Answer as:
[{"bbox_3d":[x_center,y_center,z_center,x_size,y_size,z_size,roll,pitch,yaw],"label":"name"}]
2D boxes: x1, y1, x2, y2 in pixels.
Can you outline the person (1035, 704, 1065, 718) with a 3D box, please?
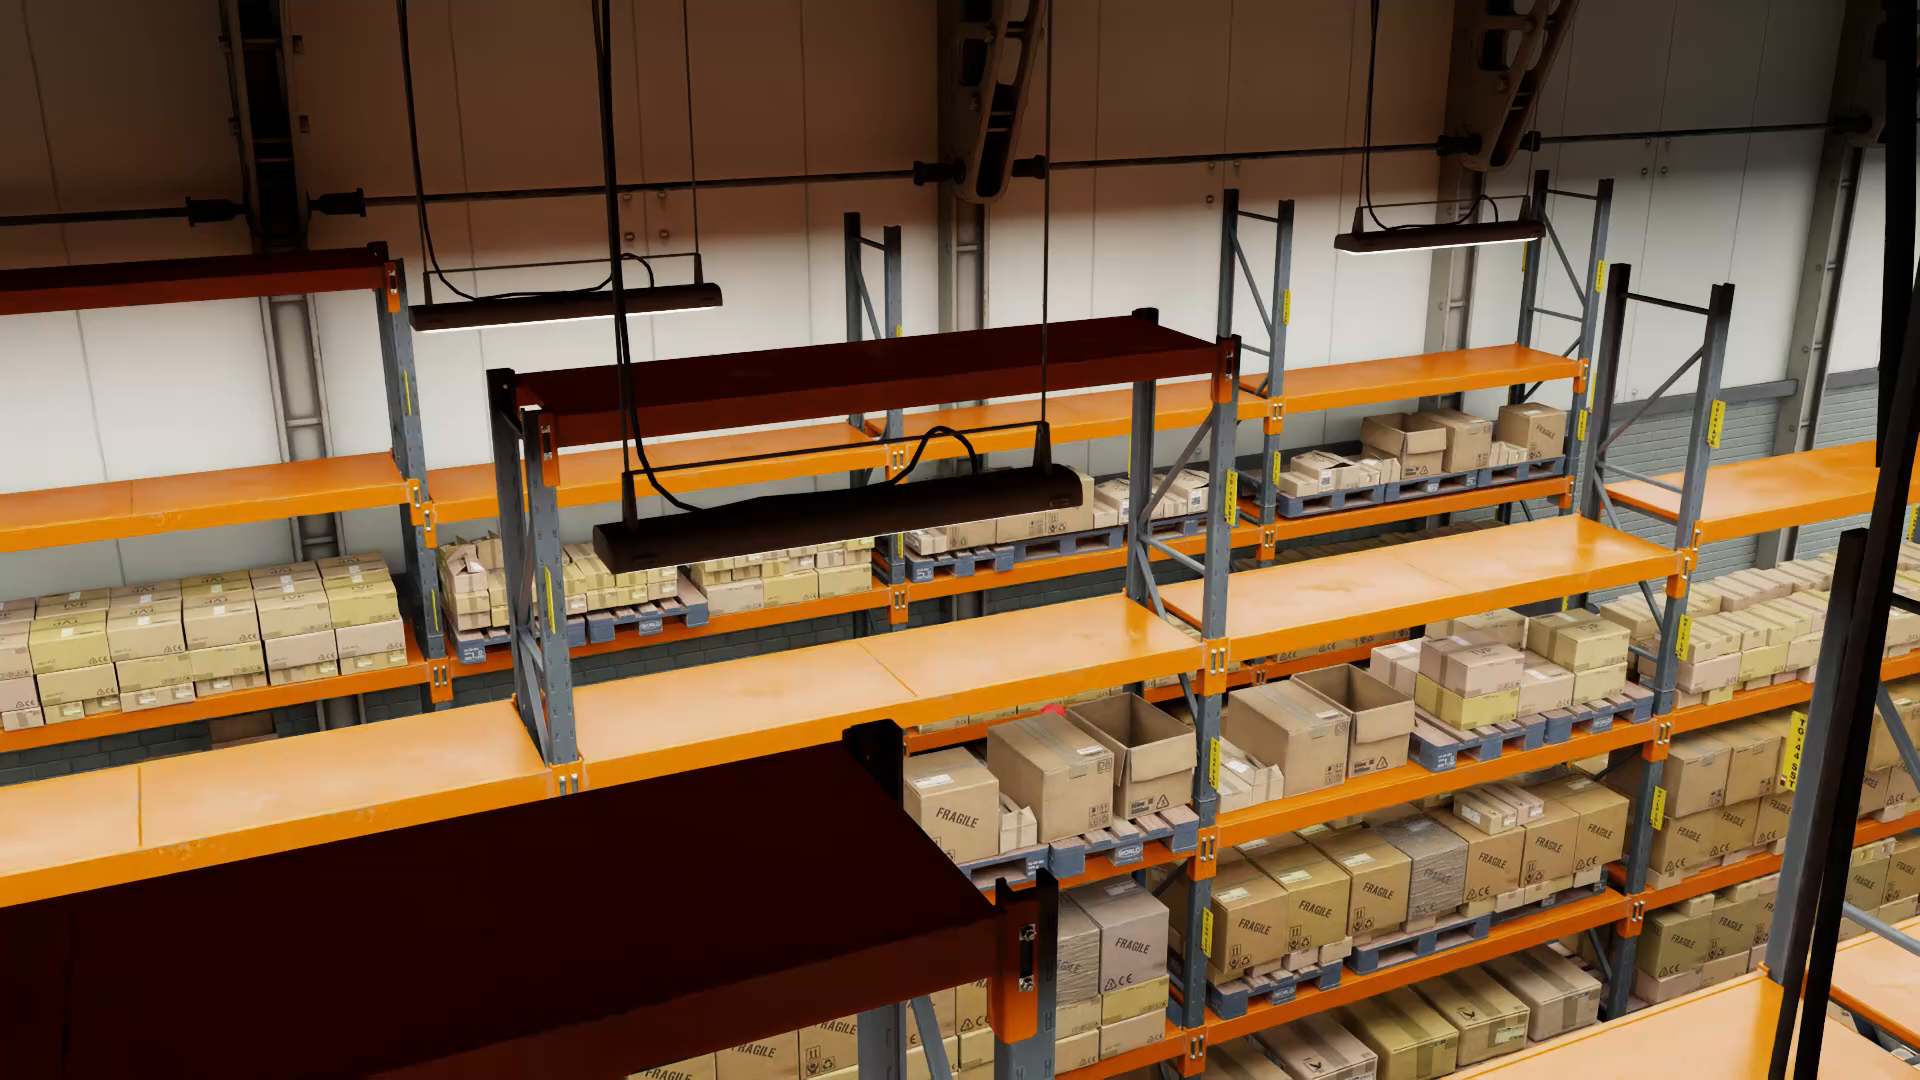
[{"bbox_3d":[0.857,2.272,14.926,0.554,1.690,0.593,-11,22,-30],"label":"person"}]
